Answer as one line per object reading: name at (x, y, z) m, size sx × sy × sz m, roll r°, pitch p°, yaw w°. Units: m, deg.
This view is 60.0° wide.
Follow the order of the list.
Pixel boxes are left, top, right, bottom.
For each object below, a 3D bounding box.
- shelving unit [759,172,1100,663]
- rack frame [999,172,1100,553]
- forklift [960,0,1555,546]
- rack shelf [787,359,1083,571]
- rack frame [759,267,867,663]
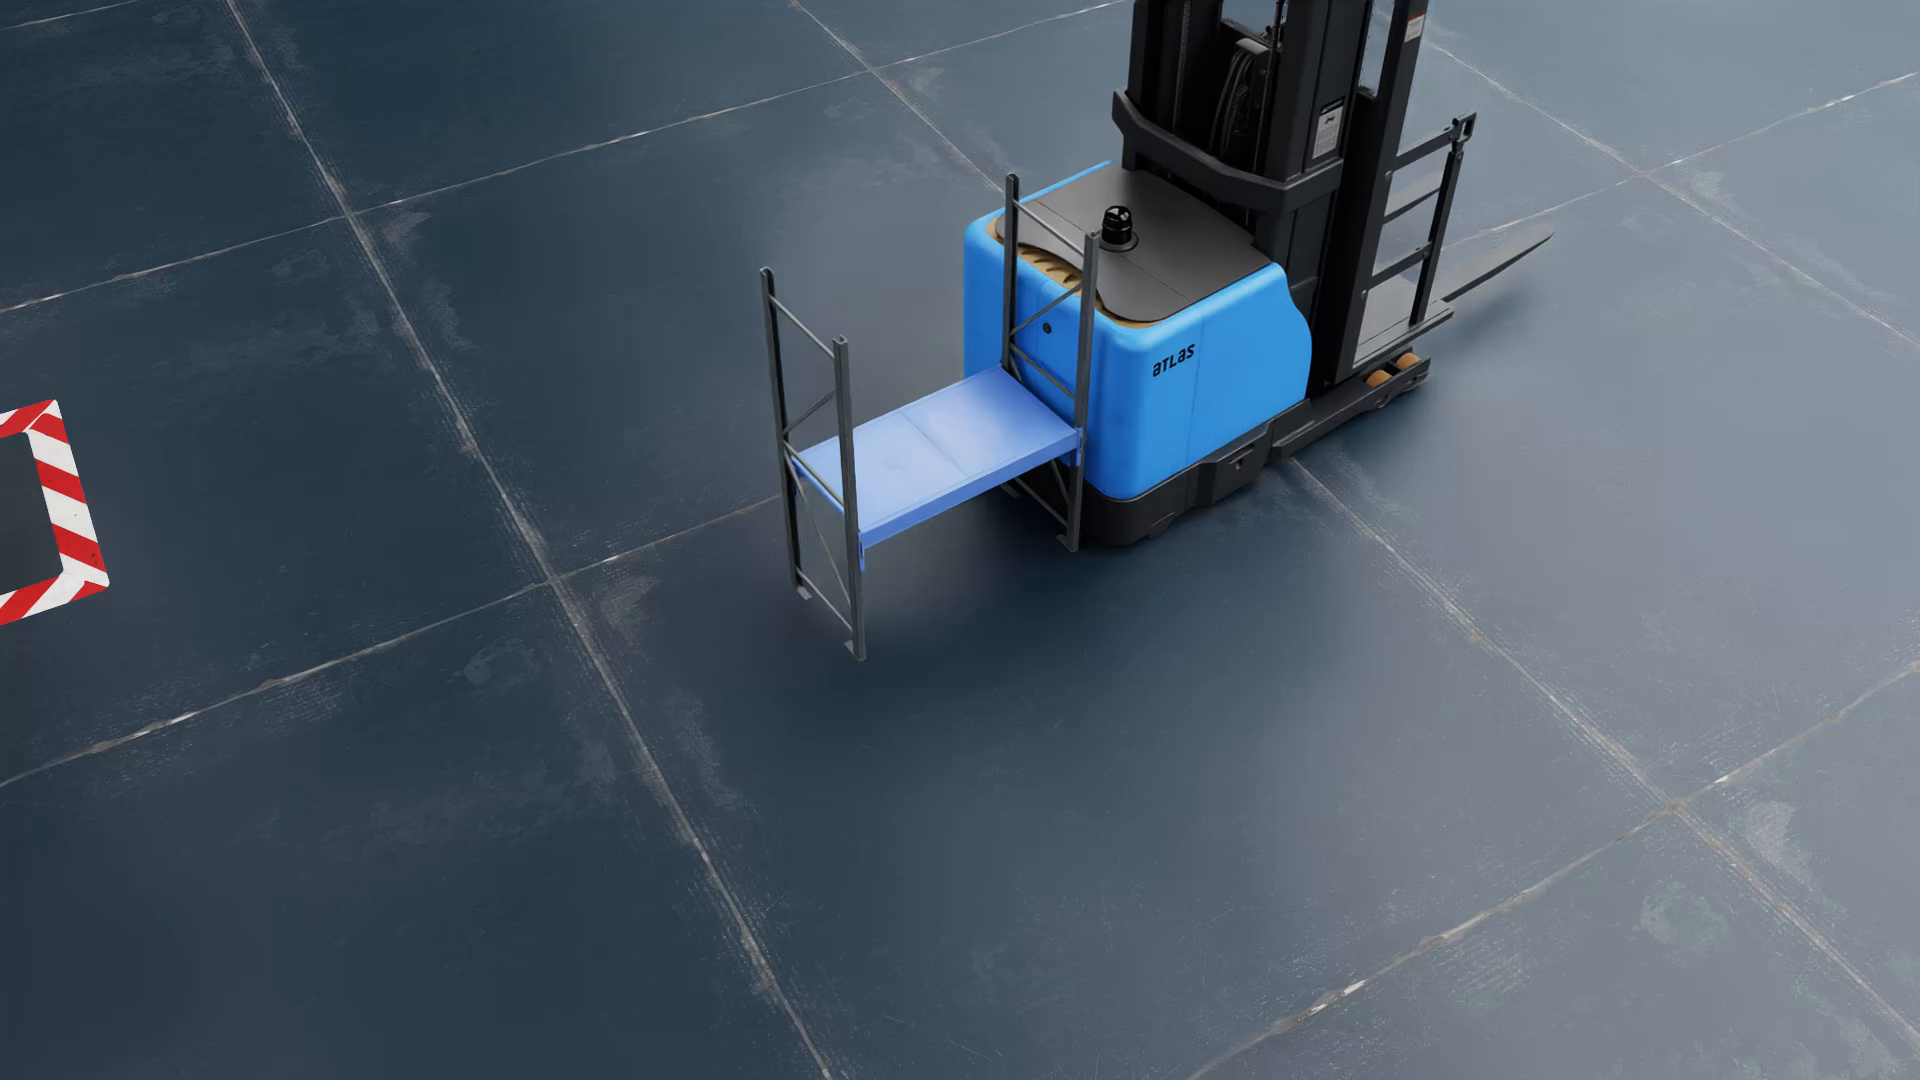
shelving unit at (-0.095, -0.428, 6.114) m, size 1.048 × 1.500 × 0.538 m, roll -26°, pitch 50°, yaw -24°
rack frame at (0.320, -0.633, 6.325) m, size 0.032 × 1.500 × 0.500 m, roll -26°, pitch 50°, yaw -24°
forklift at (-8.542, -2.640, 7.366) m, size 17.233 × 2.935 × 15.389 m, roll -29°, pitch 51°, yaw -27°
rack shelf at (-0.095, -0.299, 6.240) m, size 1.000 × 0.185 × 0.538 m, roll -26°, pitch 50°, yaw -24°
rack frame at (-0.510, -0.224, 5.904) m, size 0.032 × 1.500 × 0.500 m, roll -26°, pitch 50°, yaw -24°
